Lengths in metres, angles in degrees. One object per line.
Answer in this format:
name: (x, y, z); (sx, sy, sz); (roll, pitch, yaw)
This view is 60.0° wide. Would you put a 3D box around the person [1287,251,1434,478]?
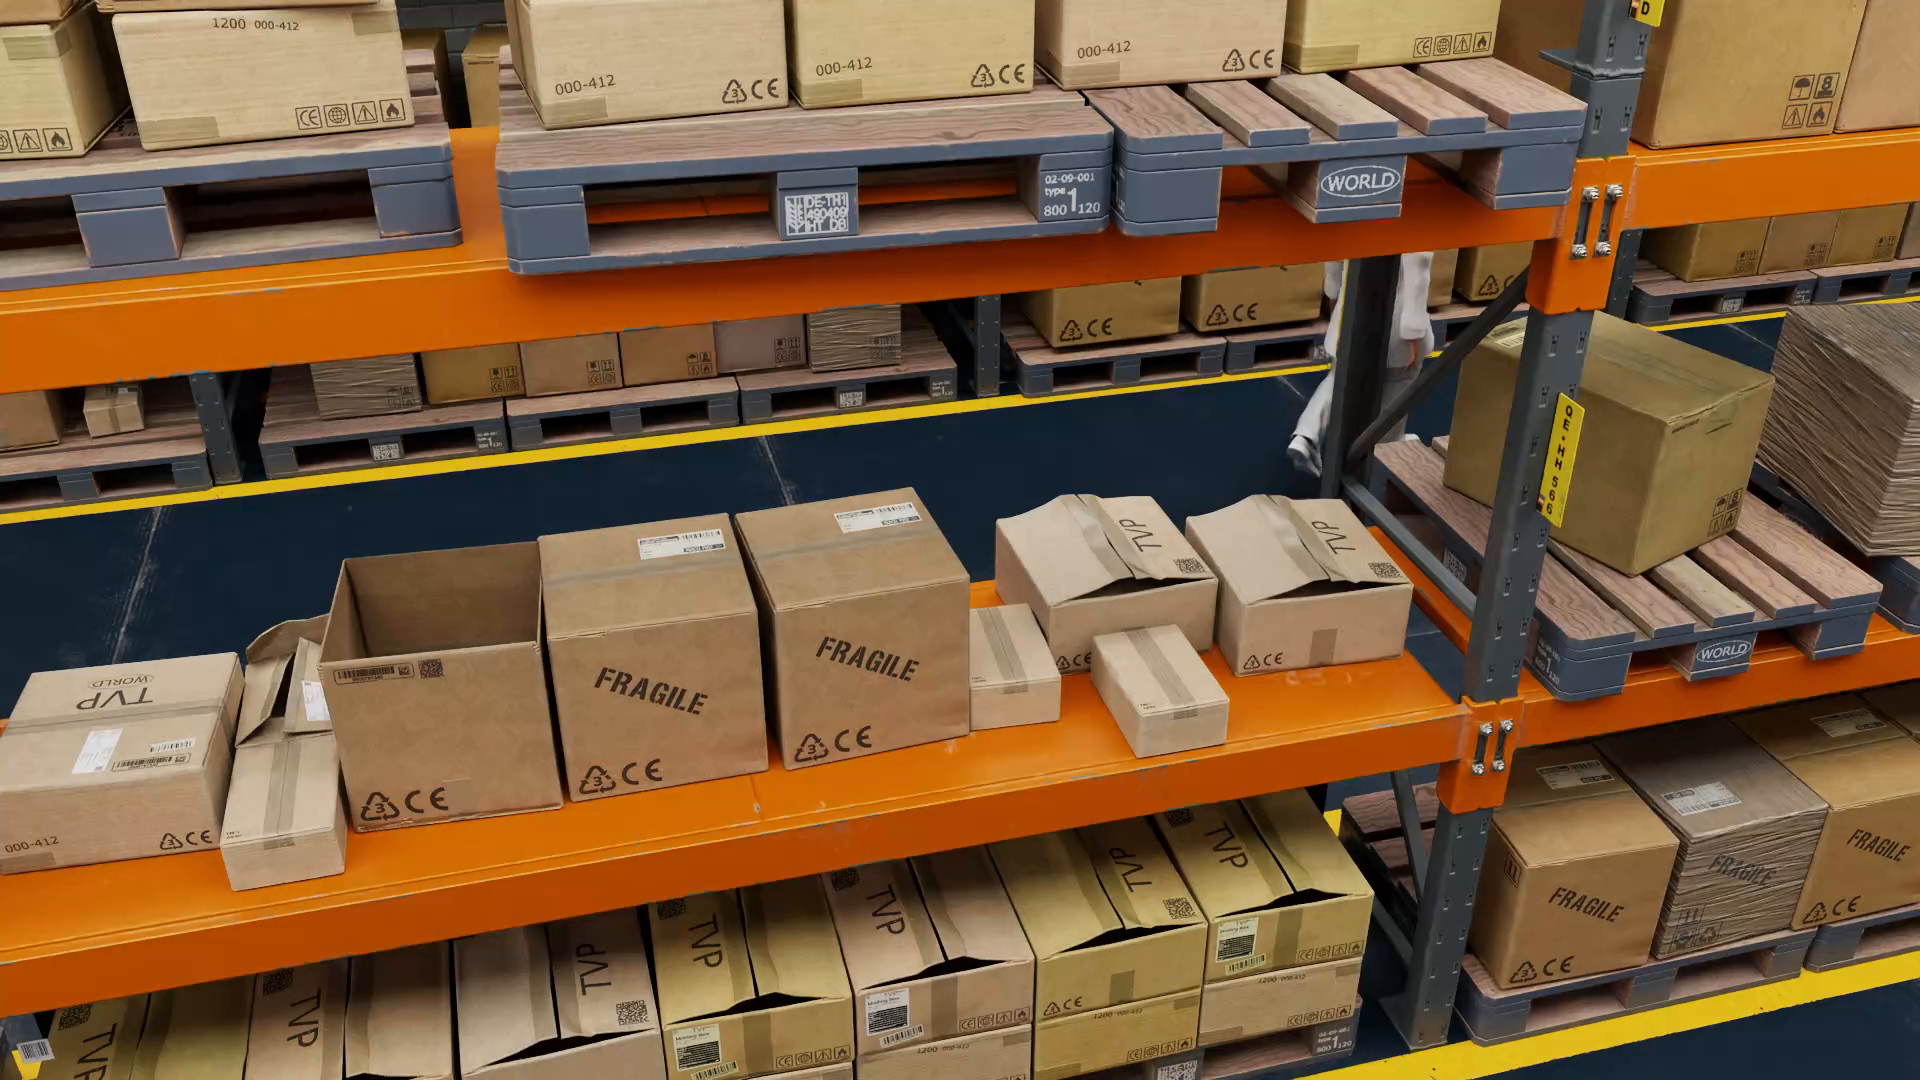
person: (1.987, -1.096, 8.035); (0.614, 1.737, 0.977); (23, 37, 34)
